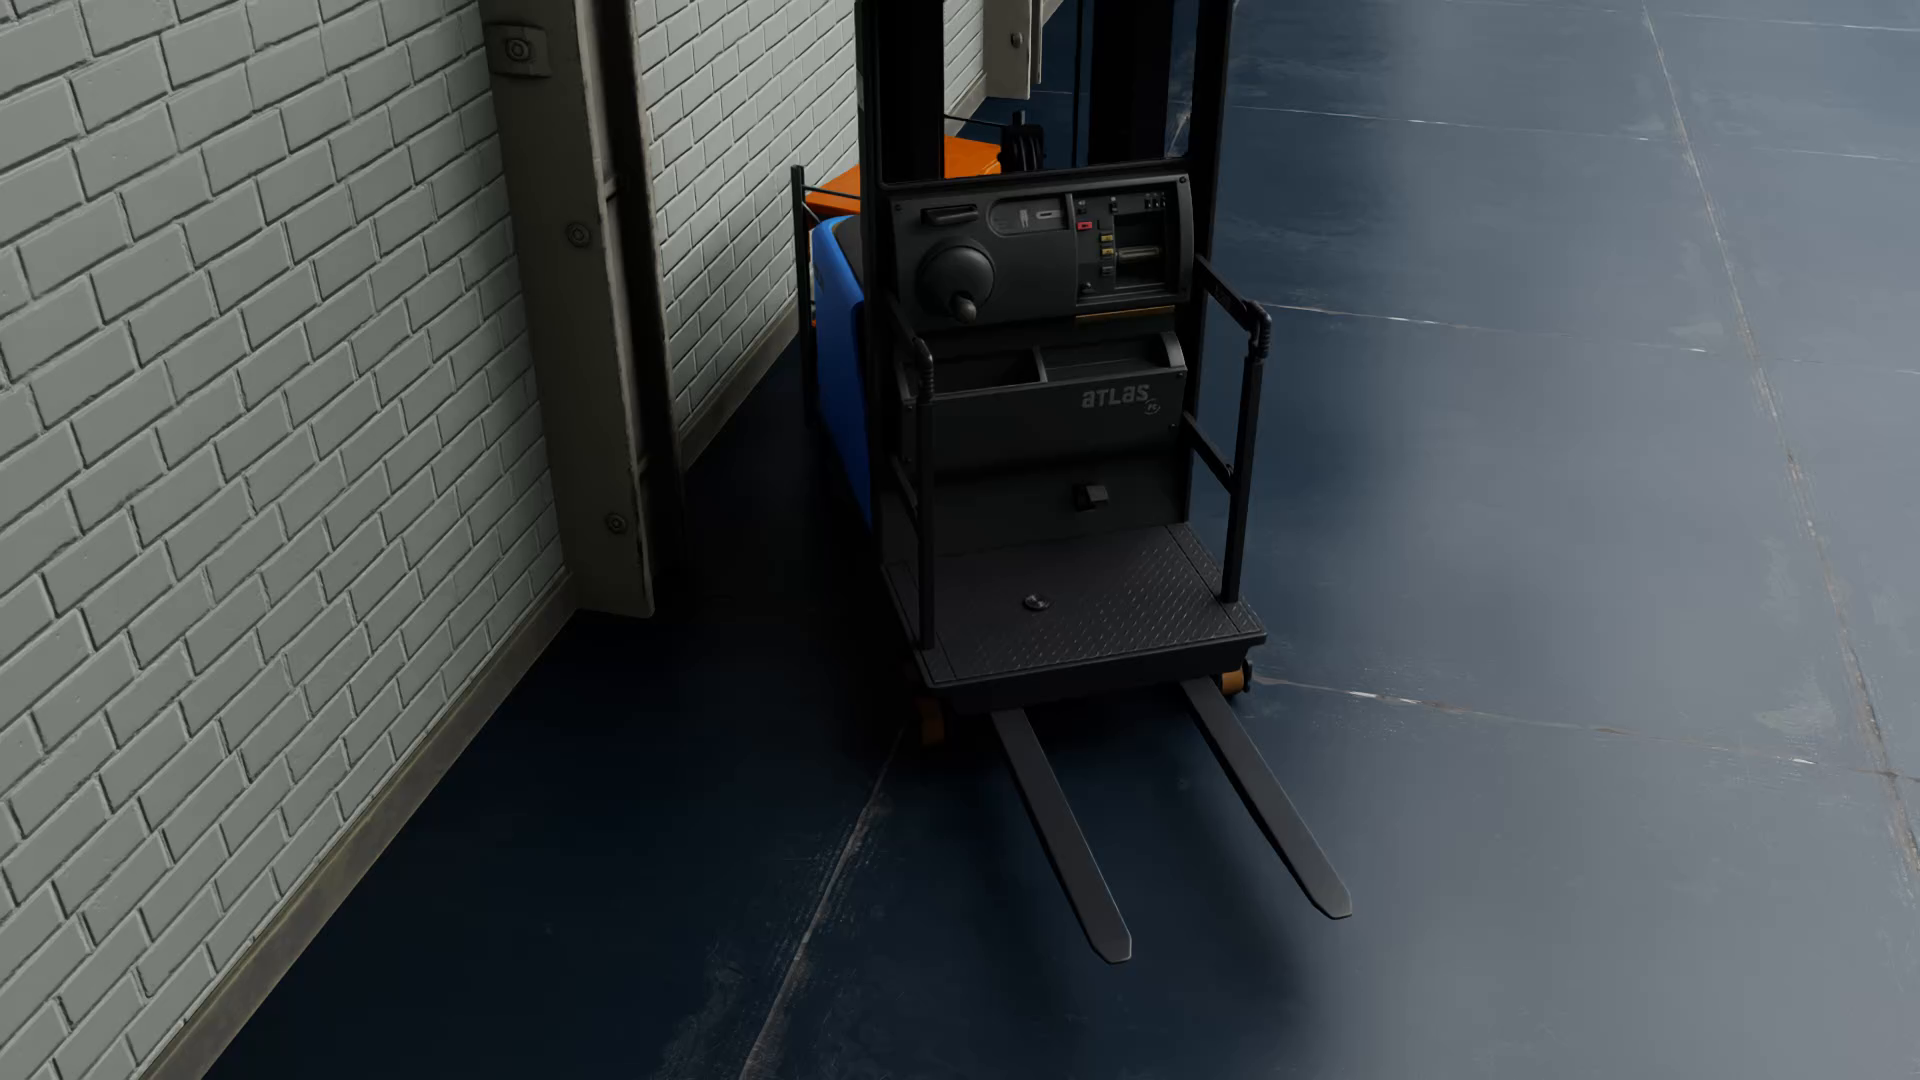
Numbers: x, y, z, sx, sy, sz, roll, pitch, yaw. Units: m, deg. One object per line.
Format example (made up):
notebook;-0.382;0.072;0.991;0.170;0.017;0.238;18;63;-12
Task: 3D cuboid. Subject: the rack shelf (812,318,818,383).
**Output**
rack shelf;-0.191;-0.945;7.144;0.538;0.278;1.000;16;36;23

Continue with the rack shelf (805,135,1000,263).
rack shelf;-0.191;-1.399;6.856;0.538;0.278;1.000;16;36;23

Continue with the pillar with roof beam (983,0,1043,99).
pillar with roof beam;4.501;-6.173;7.573;9.100;9.000;0.400;8;33;12

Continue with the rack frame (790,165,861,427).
rack frame;-0.426;-0.910;6.633;0.500;1.125;0.032;16;36;23

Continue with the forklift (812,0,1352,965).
forklift;0.310;-0.818;4.805;1.130;2.935;3.031;-8;33;-12

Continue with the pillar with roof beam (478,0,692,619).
pillar with roof beam;2.978;-3.060;2.675;9.100;9.000;0.400;8;33;12

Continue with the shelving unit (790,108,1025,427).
shelving unit;-0.191;-1.152;7.013;0.538;1.125;1.048;16;36;23

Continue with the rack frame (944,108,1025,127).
rack frame;0.044;-1.394;7.394;0.500;1.125;0.032;16;36;23
